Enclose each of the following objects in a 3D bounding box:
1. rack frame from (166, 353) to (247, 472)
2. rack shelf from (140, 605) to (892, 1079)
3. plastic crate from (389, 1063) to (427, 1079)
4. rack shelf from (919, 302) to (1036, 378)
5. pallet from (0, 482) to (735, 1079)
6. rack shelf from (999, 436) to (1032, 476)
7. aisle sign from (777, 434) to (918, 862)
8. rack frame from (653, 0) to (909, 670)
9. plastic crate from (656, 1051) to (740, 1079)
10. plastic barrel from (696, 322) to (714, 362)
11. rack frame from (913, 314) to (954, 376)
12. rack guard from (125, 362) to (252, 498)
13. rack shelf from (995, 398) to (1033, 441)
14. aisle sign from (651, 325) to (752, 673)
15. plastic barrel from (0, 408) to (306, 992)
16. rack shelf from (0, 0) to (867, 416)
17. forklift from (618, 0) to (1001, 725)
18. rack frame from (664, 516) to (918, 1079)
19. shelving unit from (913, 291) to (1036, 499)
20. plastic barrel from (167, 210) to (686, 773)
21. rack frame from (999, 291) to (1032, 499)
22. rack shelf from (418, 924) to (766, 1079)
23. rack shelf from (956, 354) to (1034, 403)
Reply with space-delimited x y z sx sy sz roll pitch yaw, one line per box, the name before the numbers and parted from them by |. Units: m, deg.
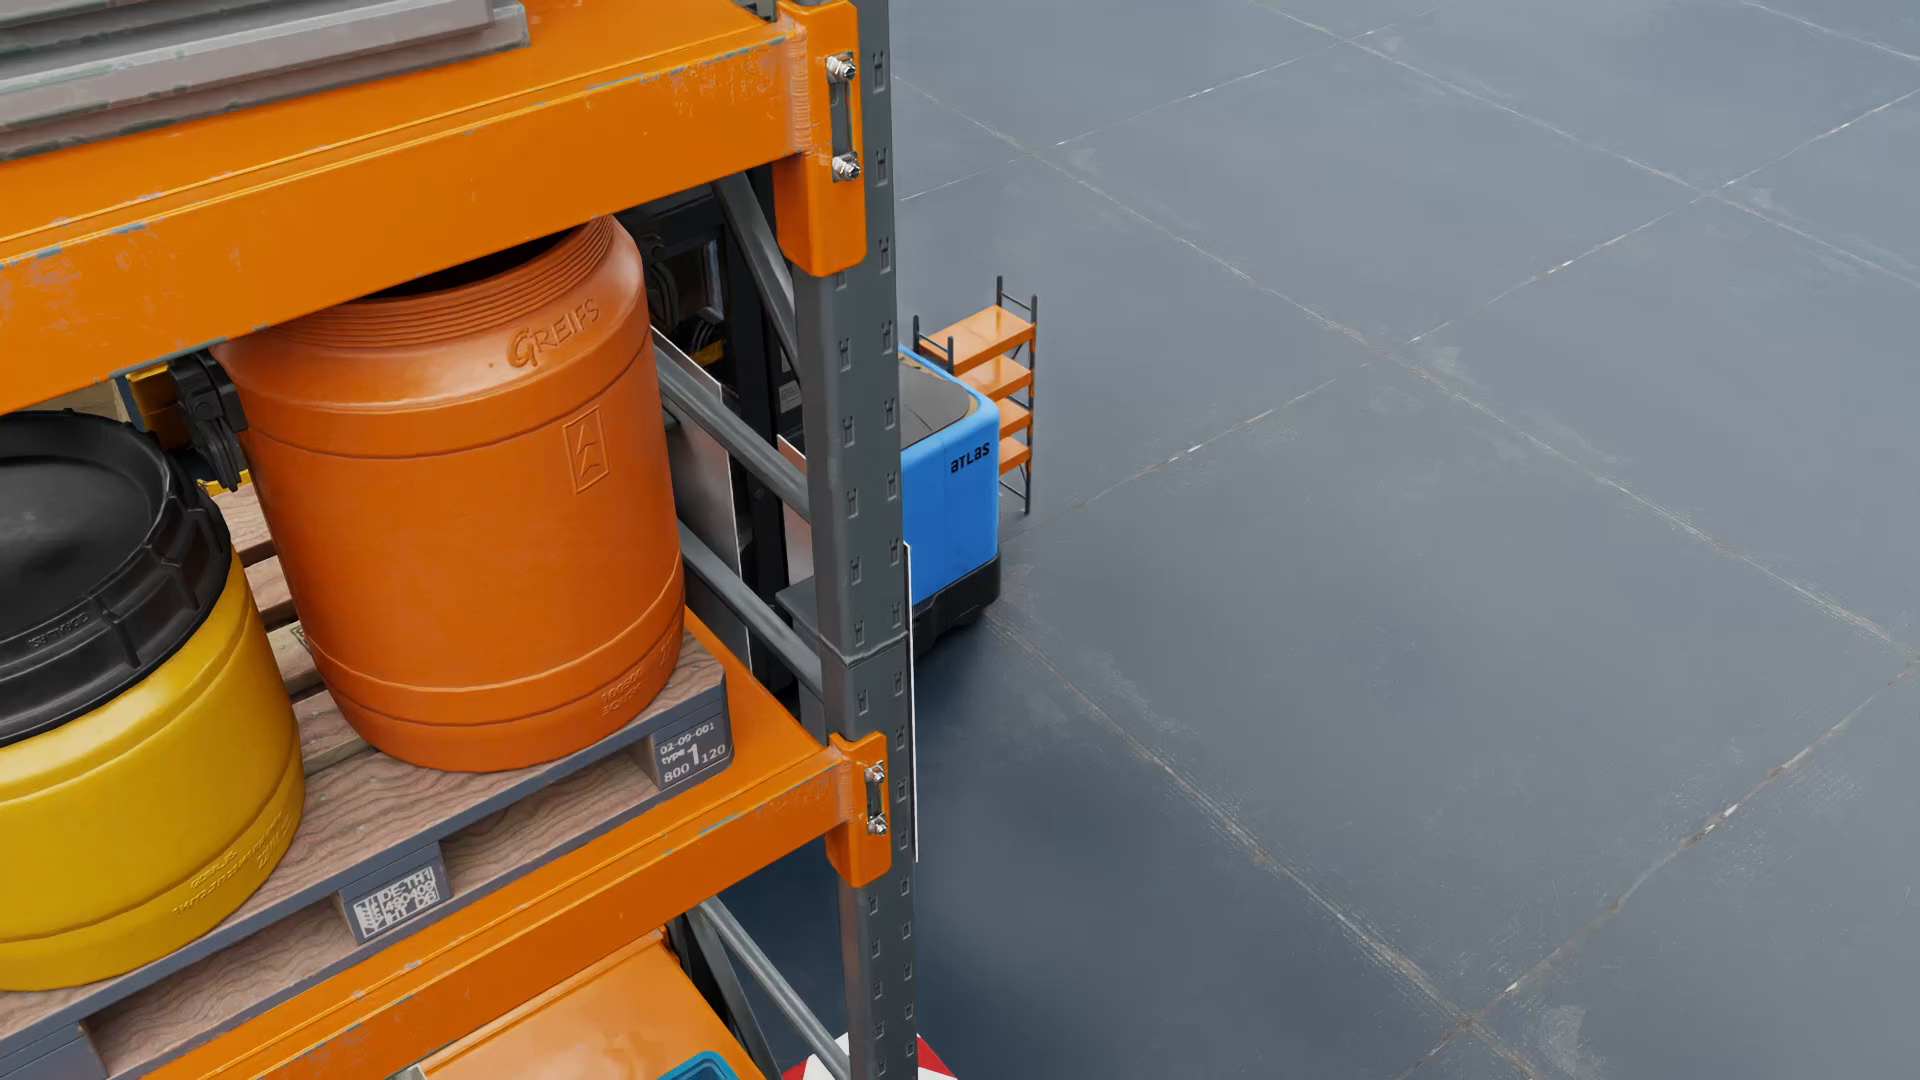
rack frame | -3.459 -1.391 7.080 0.127 3.000 1.000 -26 46 -28
rack shelf | -2.027 0.991 2.379 4.000 0.370 1.077 -26 46 -28
plastic crate | -1.346 1.386 3.903 0.250 0.136 0.298 -26 46 -28
rack shelf | 0.067 -0.838 7.206 0.480 0.148 0.258 -30 48 -31
pallet | -1.156 0.284 2.823 1.213 0.211 1.003 -26 46 -28
rack shelf | 0.067 -0.329 7.624 0.480 0.148 0.258 -30 48 -31
aisle sign | -0.203 0.216 3.071 0.004 0.787 0.394 -26 46 -28
rack frame | -0.441 -1.219 2.141 0.127 3.000 1.000 -26 46 -28
plastic crate | -0.655 1.501 3.672 0.616 0.251 0.499 -26 46 -28
plastic barrel | -4.190 2.480 3.234 10.753 1.474 2.822 -26 46 -28
rack frame | -0.113 -0.430 7.328 0.015 1.200 0.240 -30 48 -31
rack guard | -3.519 -0.395 7.837 0.348 0.500 1.175 -26 46 -28
rack shelf | 0.067 -0.482 7.498 0.480 0.148 0.258 -30 48 -31
aisle sign | -0.562 -0.080 3.433 0.004 0.787 0.394 -26 46 -28
plastic barrel | -1.267 0.210 2.285 0.600 0.588 0.600 0 39 0
rack shelf | -2.027 -0.014 1.554 4.000 0.370 1.077 -26 46 -28
forklift | -8.795 -3.743 10.001 7.136 2.935 18.991 -30 48 -31
rack frame | -0.441 1.100 4.044 0.127 3.000 1.000 -26 46 -28
shelving unit | 0.066 -0.533 7.454 0.499 1.200 0.258 -30 48 -31
plastic barrel | -0.749 -0.136 2.517 0.708 0.830 0.600 -26 46 -28
rack frame | 0.247 -0.639 7.583 0.006 1.046 0.228 -30 48 -31
rack shelf | -2.027 2.151 3.330 4.000 0.370 1.077 -26 46 -28
rack shelf | 0.067 -0.655 7.356 0.480 0.148 0.258 -30 48 -31
